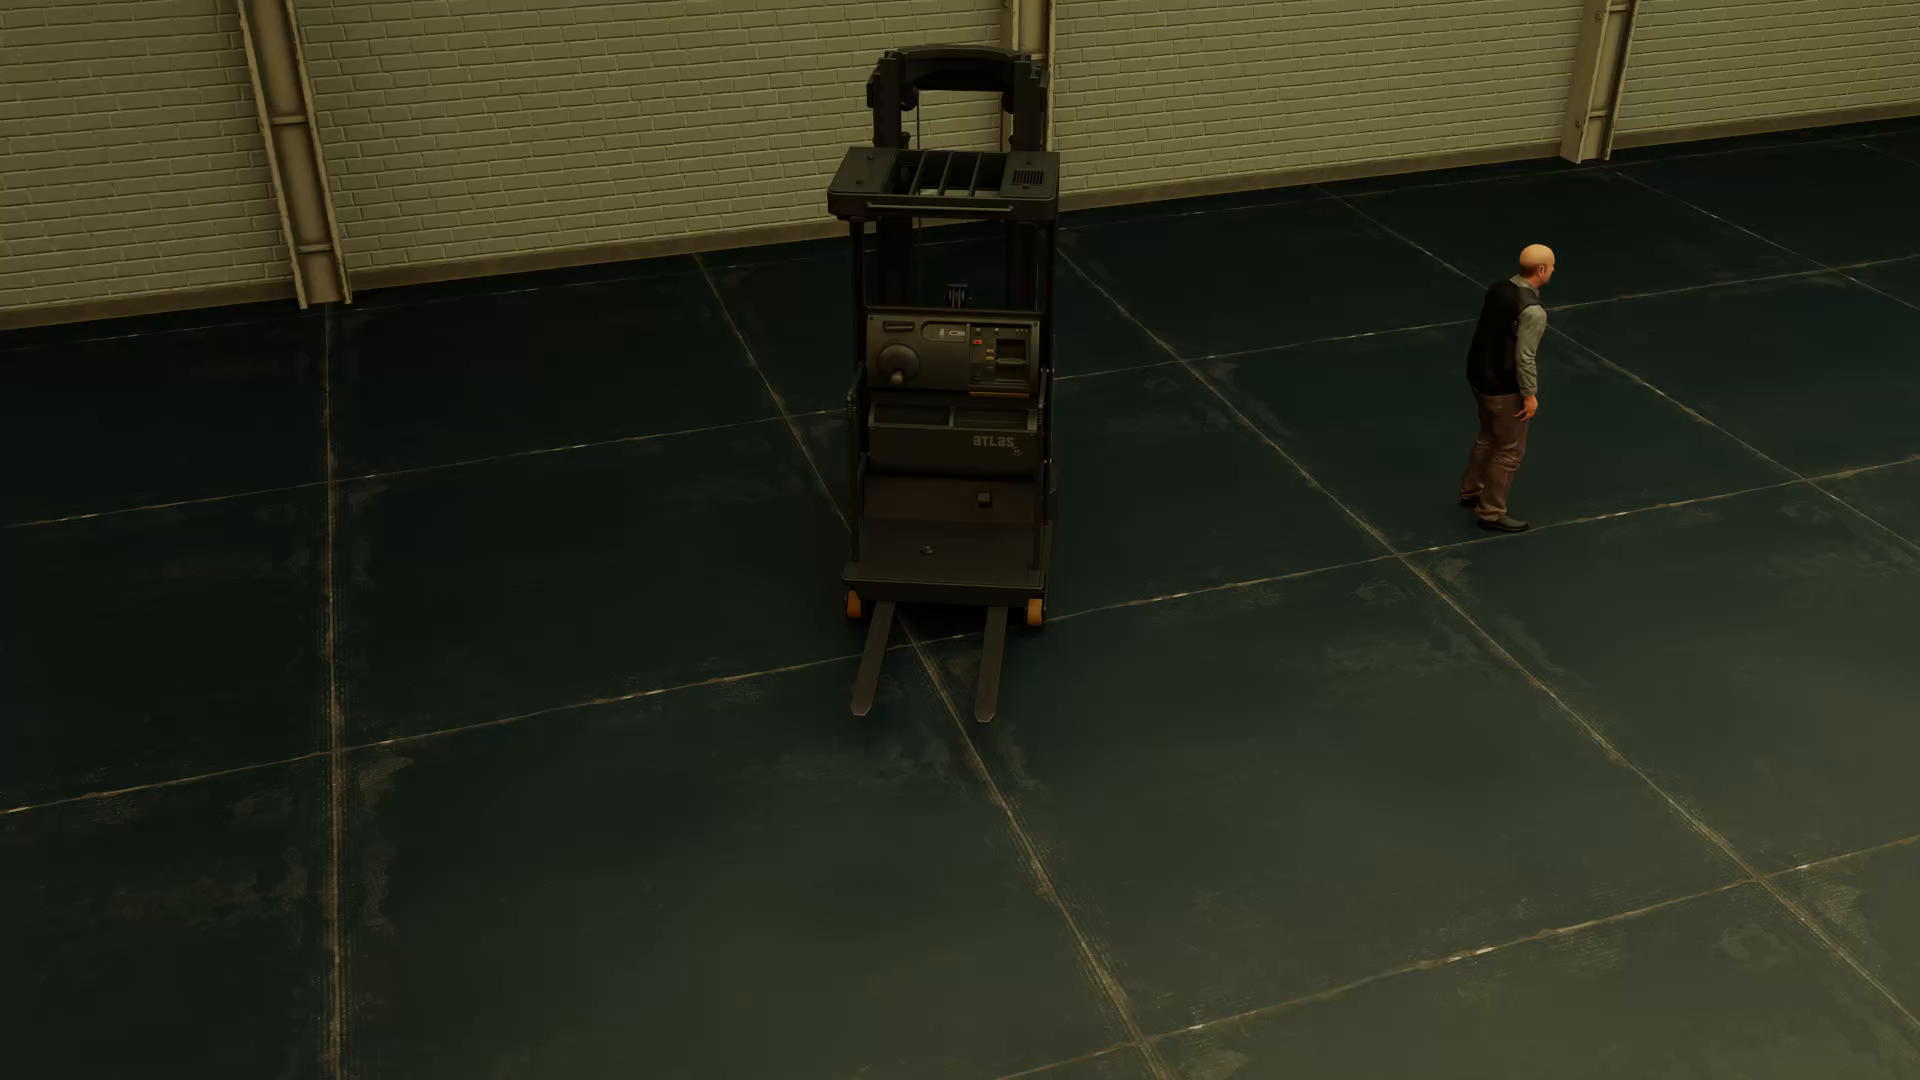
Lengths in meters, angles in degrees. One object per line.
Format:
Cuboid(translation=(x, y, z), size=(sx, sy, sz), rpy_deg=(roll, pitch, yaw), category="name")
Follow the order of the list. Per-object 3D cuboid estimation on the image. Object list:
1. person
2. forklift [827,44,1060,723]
Cuboid(translation=(3.238, -0.924, 9.908), size=(0.425, 1.720, 0.593), rpy_deg=(-4, 30, -7), category="person")
Cuboid(translation=(-0.056, -0.962, 8.758), size=(1.130, 2.935, 3.031), rpy_deg=(3, 30, 4), category="forklift")
